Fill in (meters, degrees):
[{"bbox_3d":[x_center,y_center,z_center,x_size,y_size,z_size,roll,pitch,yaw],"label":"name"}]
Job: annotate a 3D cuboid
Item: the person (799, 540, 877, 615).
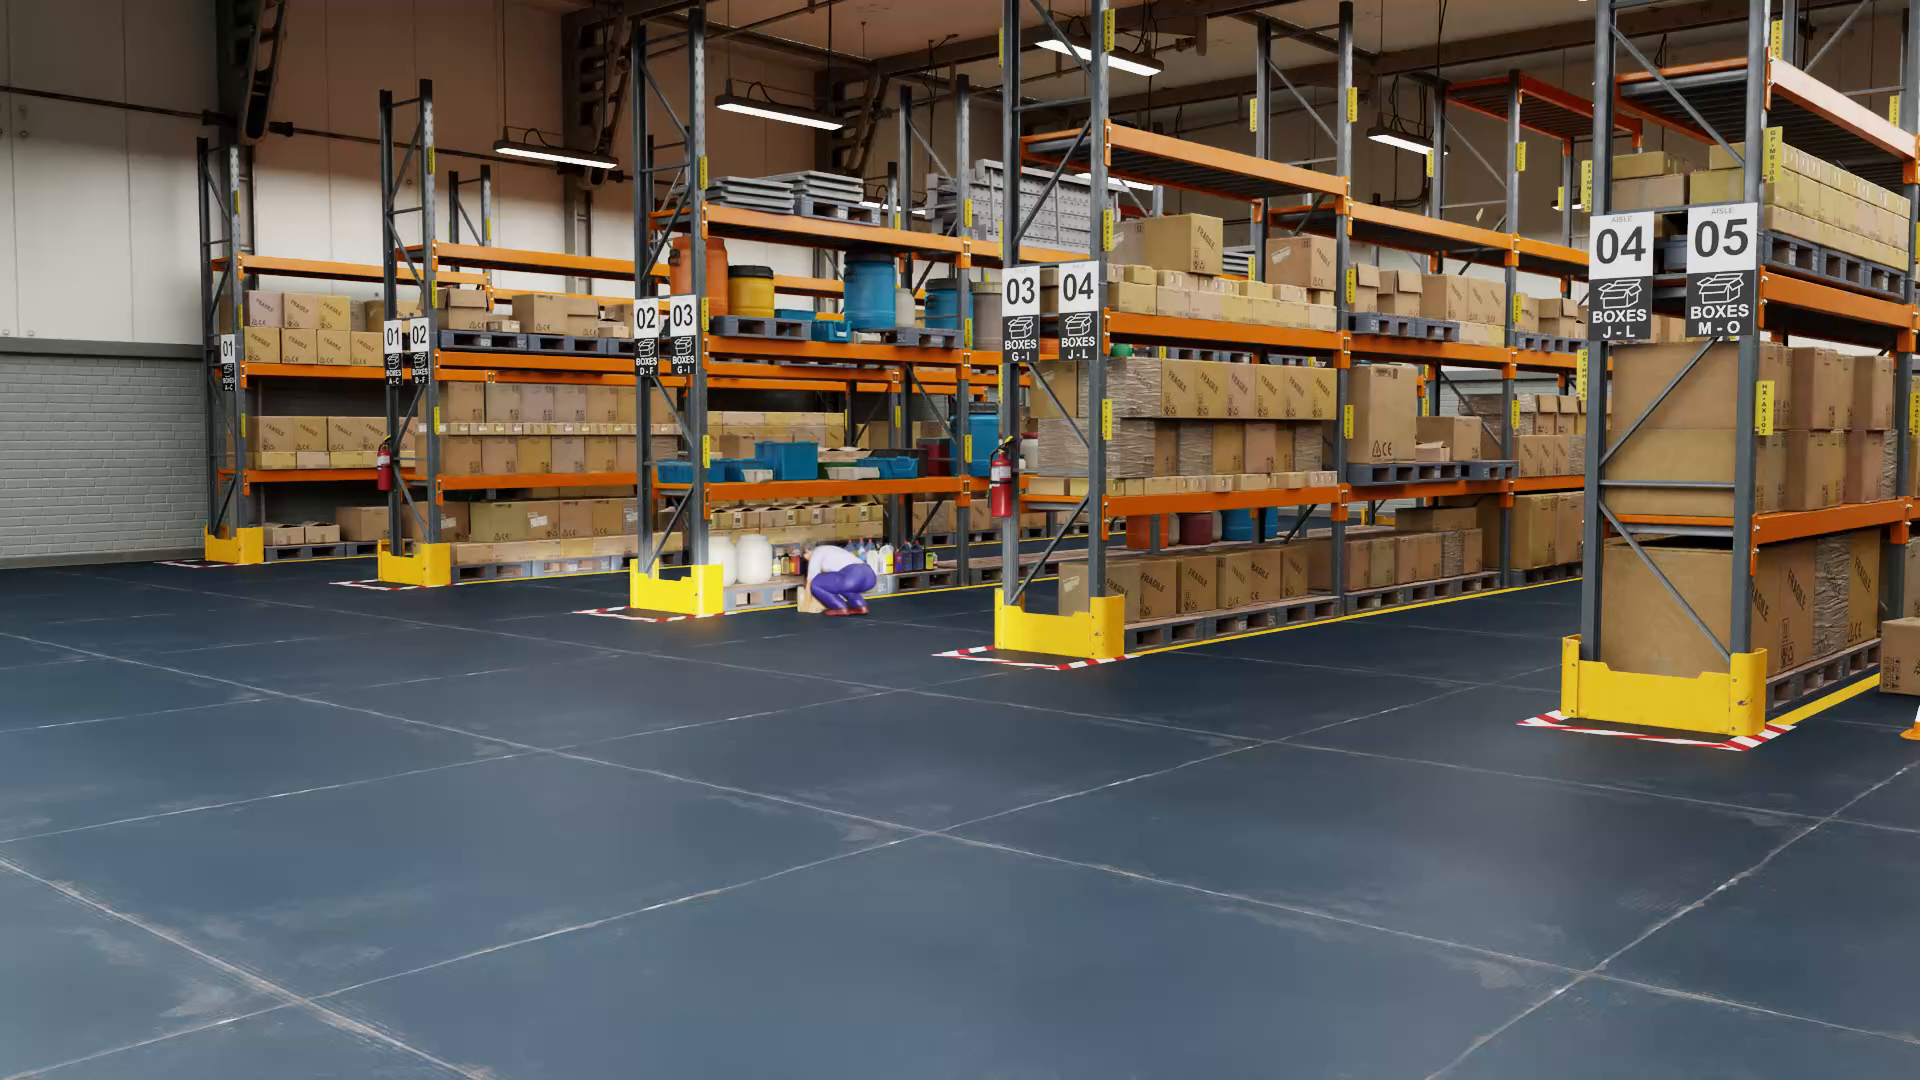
[{"bbox_3d":[-1.255,0.409,16.831,0.847,0.804,0.527,3,5,41],"label":"person"}]
